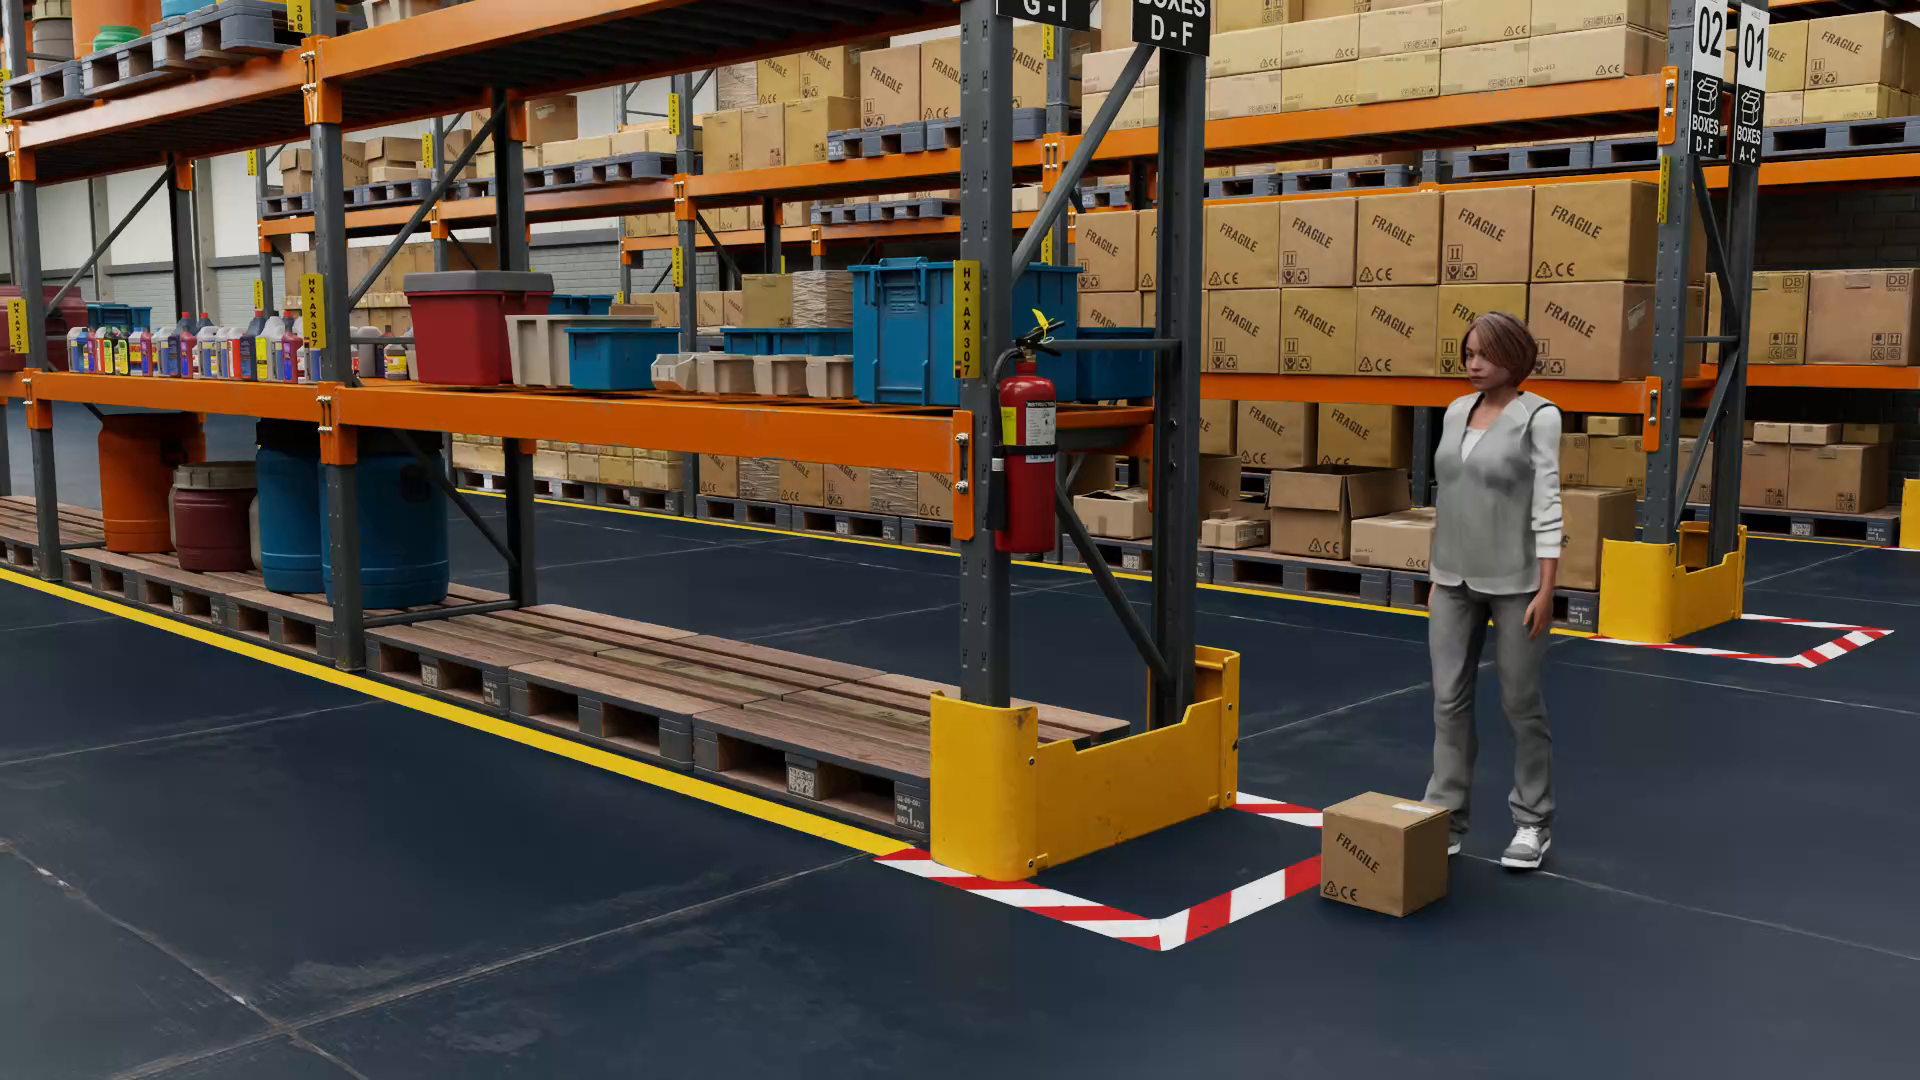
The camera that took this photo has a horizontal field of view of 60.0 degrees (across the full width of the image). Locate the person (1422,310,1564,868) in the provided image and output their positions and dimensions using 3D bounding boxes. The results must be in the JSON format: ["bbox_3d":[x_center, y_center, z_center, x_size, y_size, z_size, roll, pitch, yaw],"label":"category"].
[{"bbox_3d":[1.520,0.146,4.794,0.480,1.603,0.432,-6,9,-39],"label":"person"}]
